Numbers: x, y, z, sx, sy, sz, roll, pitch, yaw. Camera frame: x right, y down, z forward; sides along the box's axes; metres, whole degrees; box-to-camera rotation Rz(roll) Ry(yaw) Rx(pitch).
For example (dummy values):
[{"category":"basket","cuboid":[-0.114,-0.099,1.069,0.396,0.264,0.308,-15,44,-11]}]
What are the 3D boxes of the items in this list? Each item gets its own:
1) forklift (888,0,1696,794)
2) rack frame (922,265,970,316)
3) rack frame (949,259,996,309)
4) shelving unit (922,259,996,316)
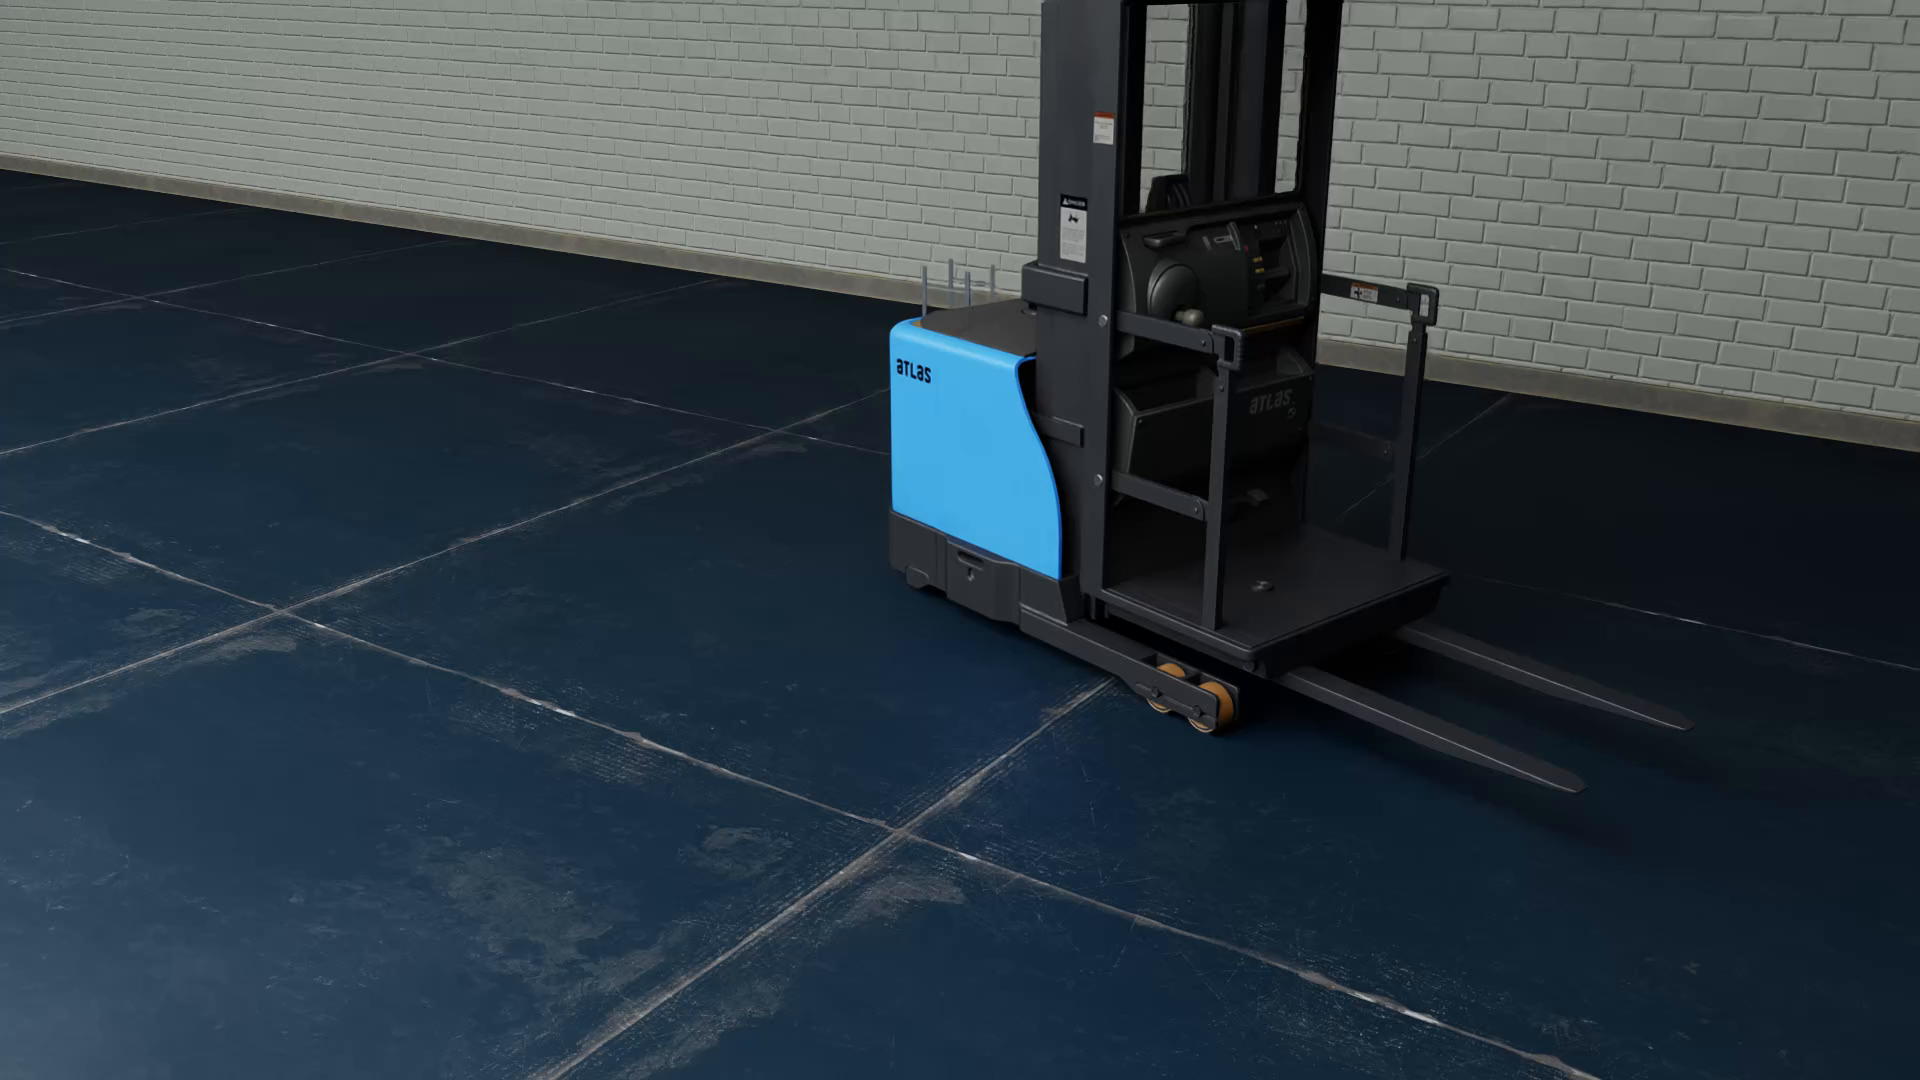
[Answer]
[{"category":"forklift","cuboid":[1.036,-0.930,5.555,1.130,2.935,3.031,-16,26,-37]},{"category":"rack frame","cuboid":[-0.058,-0.549,7.020,0.240,1.200,0.006,14,25,34]},{"category":"rack frame","cuboid":[0.050,-0.600,7.158,0.240,1.200,0.006,14,25,34]},{"category":"shelving unit","cuboid":[-0.004,-0.575,7.089,0.258,1.200,0.189,14,25,34]}]
